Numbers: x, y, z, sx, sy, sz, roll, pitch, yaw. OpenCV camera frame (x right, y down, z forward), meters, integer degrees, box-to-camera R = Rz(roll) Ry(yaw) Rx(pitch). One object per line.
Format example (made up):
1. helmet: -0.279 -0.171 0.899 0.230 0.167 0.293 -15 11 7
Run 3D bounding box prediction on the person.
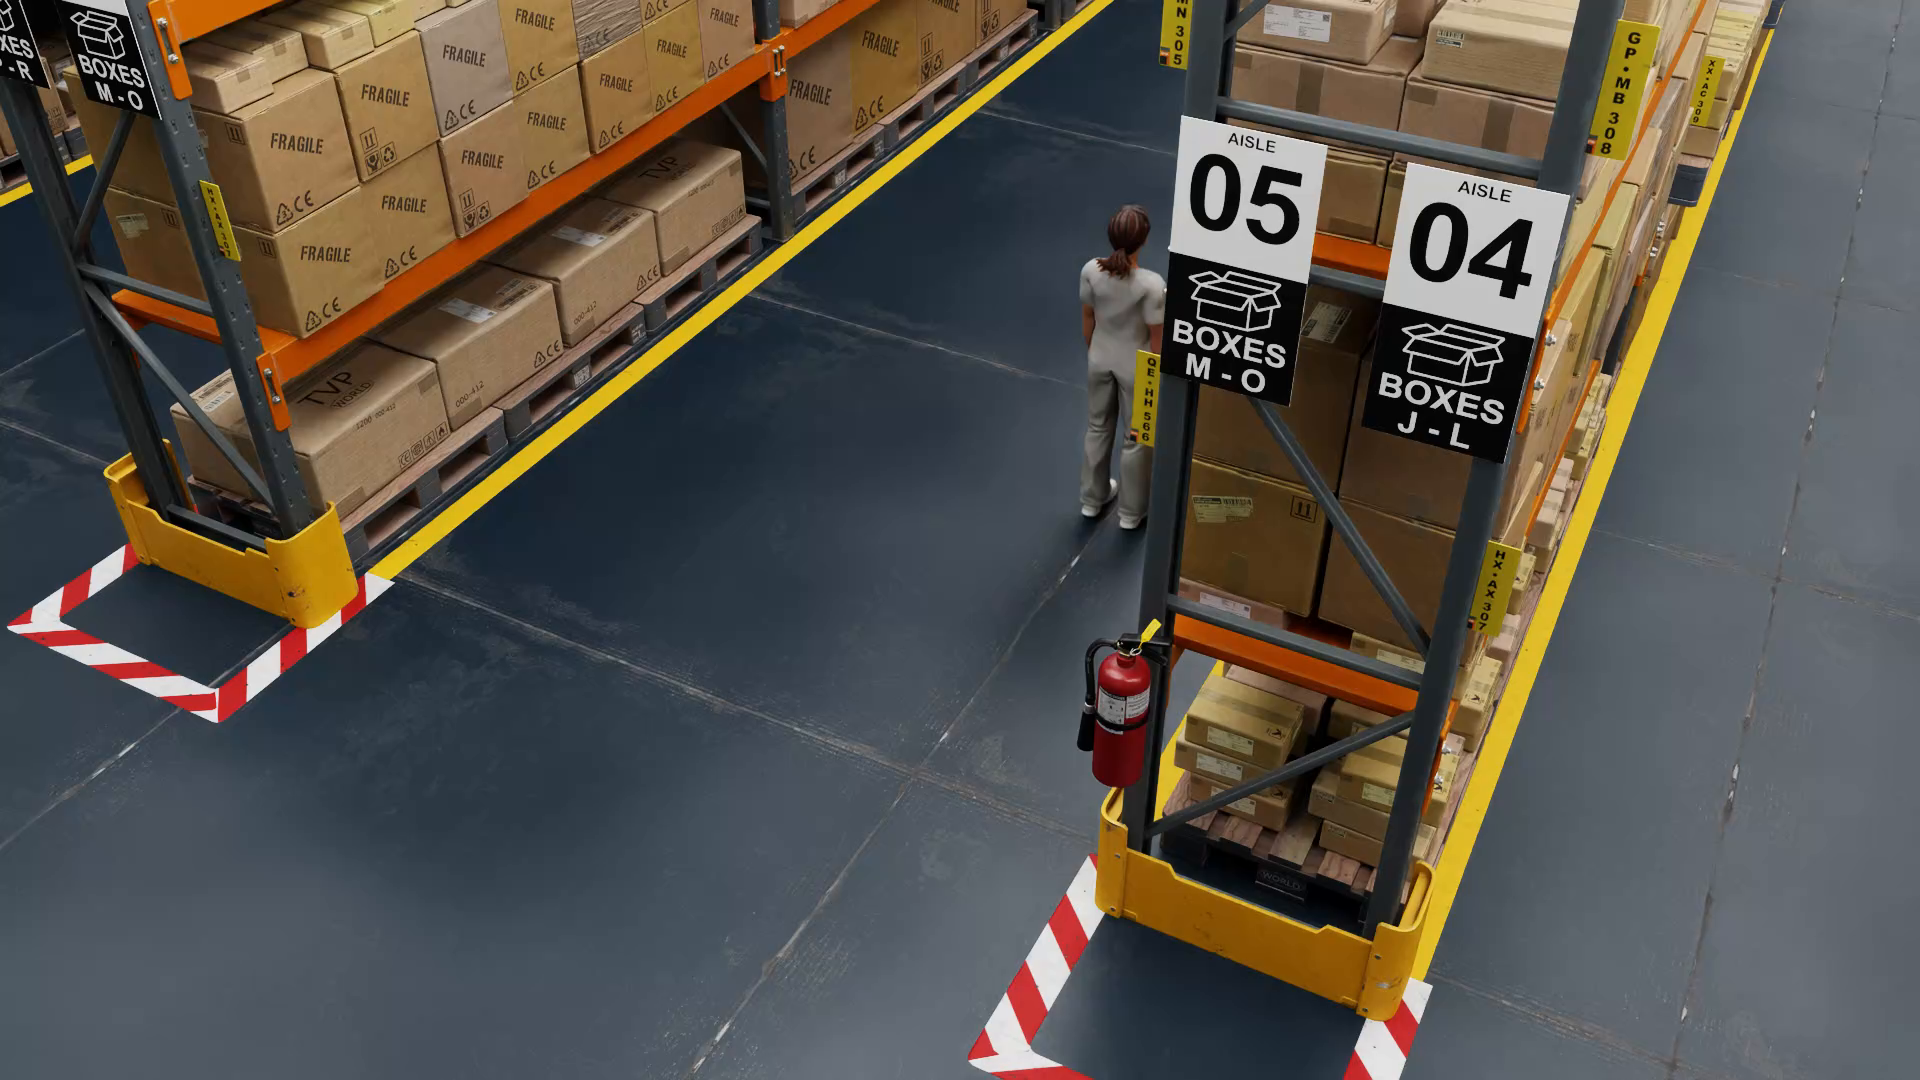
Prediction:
1. person: 0.761 -0.800 7.759 0.441 1.664 0.384 23 43 26
